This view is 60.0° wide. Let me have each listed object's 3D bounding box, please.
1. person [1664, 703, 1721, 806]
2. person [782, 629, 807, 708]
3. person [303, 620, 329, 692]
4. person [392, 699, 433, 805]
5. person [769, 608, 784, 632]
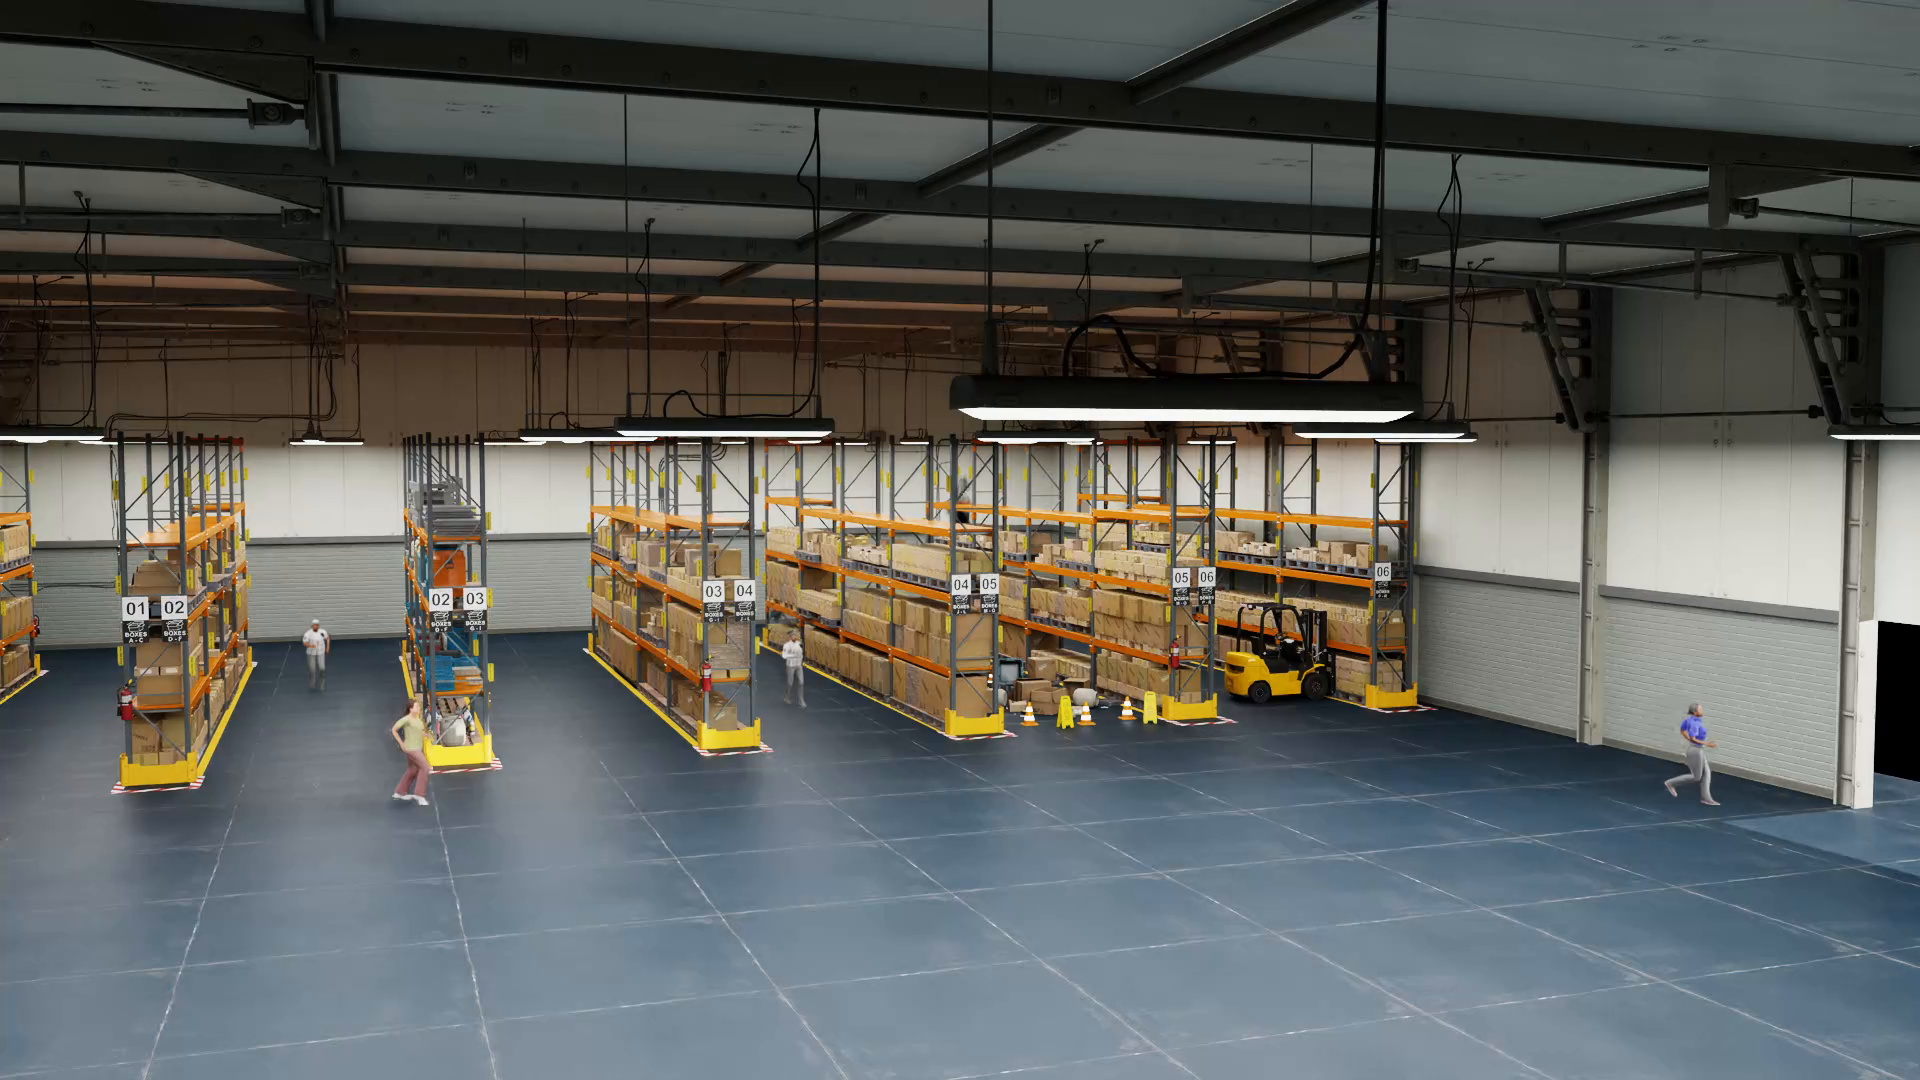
[{"bbox_3d":[11.739,3.428,26.624,0.851,1.649,0.556,1,3,21],"label":"person"},{"bbox_3d":[-3.657,2.812,36.699,0.605,1.708,0.852,-2,4,-32],"label":"person"},{"bbox_3d":[-15.183,2.739,39.215,0.602,1.738,0.737,-2,4,-27],"label":"person"},{"bbox_3d":[-8.828,3.421,26.792,0.654,1.717,0.598,0,3,2],"label":"person"},{"bbox_3d":[-5.538,2.085,49.707,0.685,1.770,0.751,1,3,17],"label":"person"}]
